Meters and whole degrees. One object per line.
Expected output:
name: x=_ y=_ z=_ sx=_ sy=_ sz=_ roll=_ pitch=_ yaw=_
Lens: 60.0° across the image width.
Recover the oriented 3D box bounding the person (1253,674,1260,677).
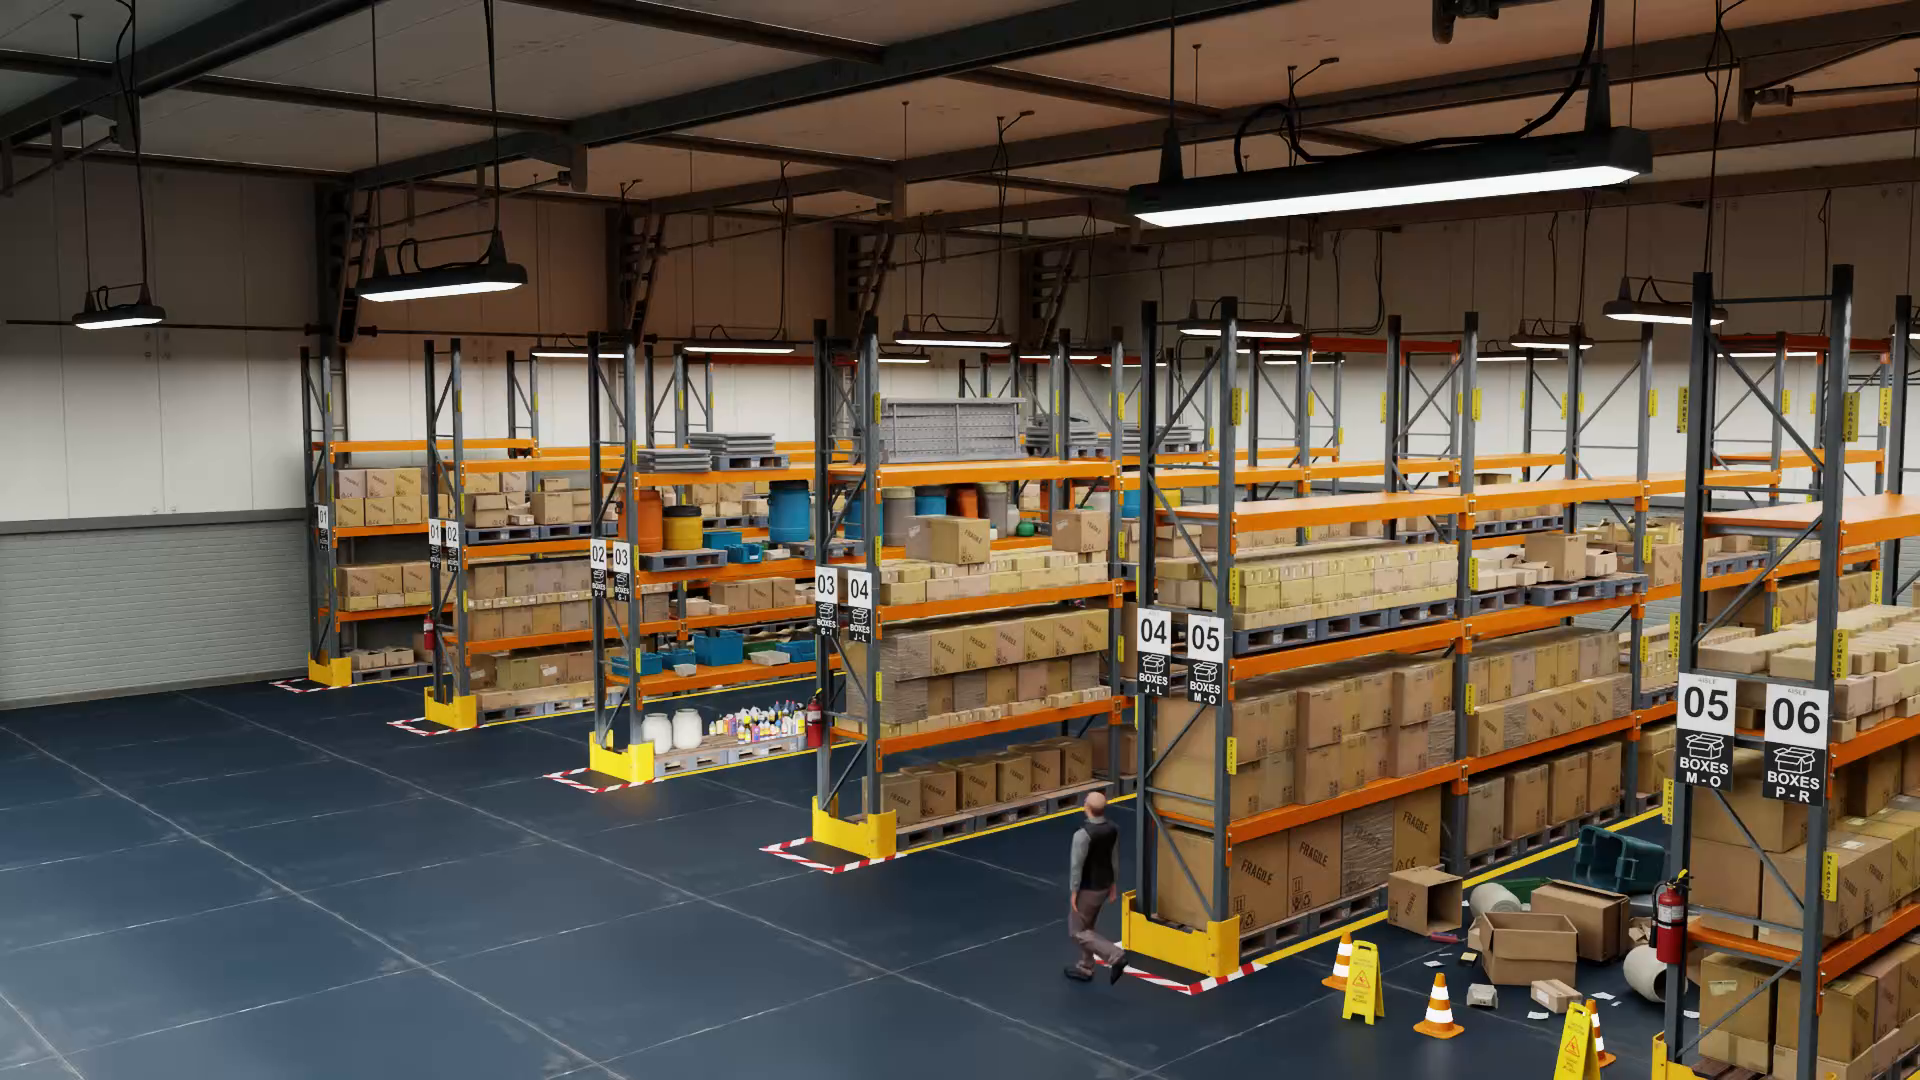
person: x=3.780 y=2.460 z=21.283 sx=0.412 sy=1.676 sz=0.452 roll=1 pitch=5 yaw=16

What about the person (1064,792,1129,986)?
person: x=1.171 y=3.037 z=14.459 sx=0.678 sy=1.711 sz=0.529 roll=2 pitch=5 yaw=23

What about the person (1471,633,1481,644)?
person: x=7.654 y=2.132 z=24.815 sx=0.502 sy=1.725 sz=1.080 roll=5 pitch=7 yaw=43
